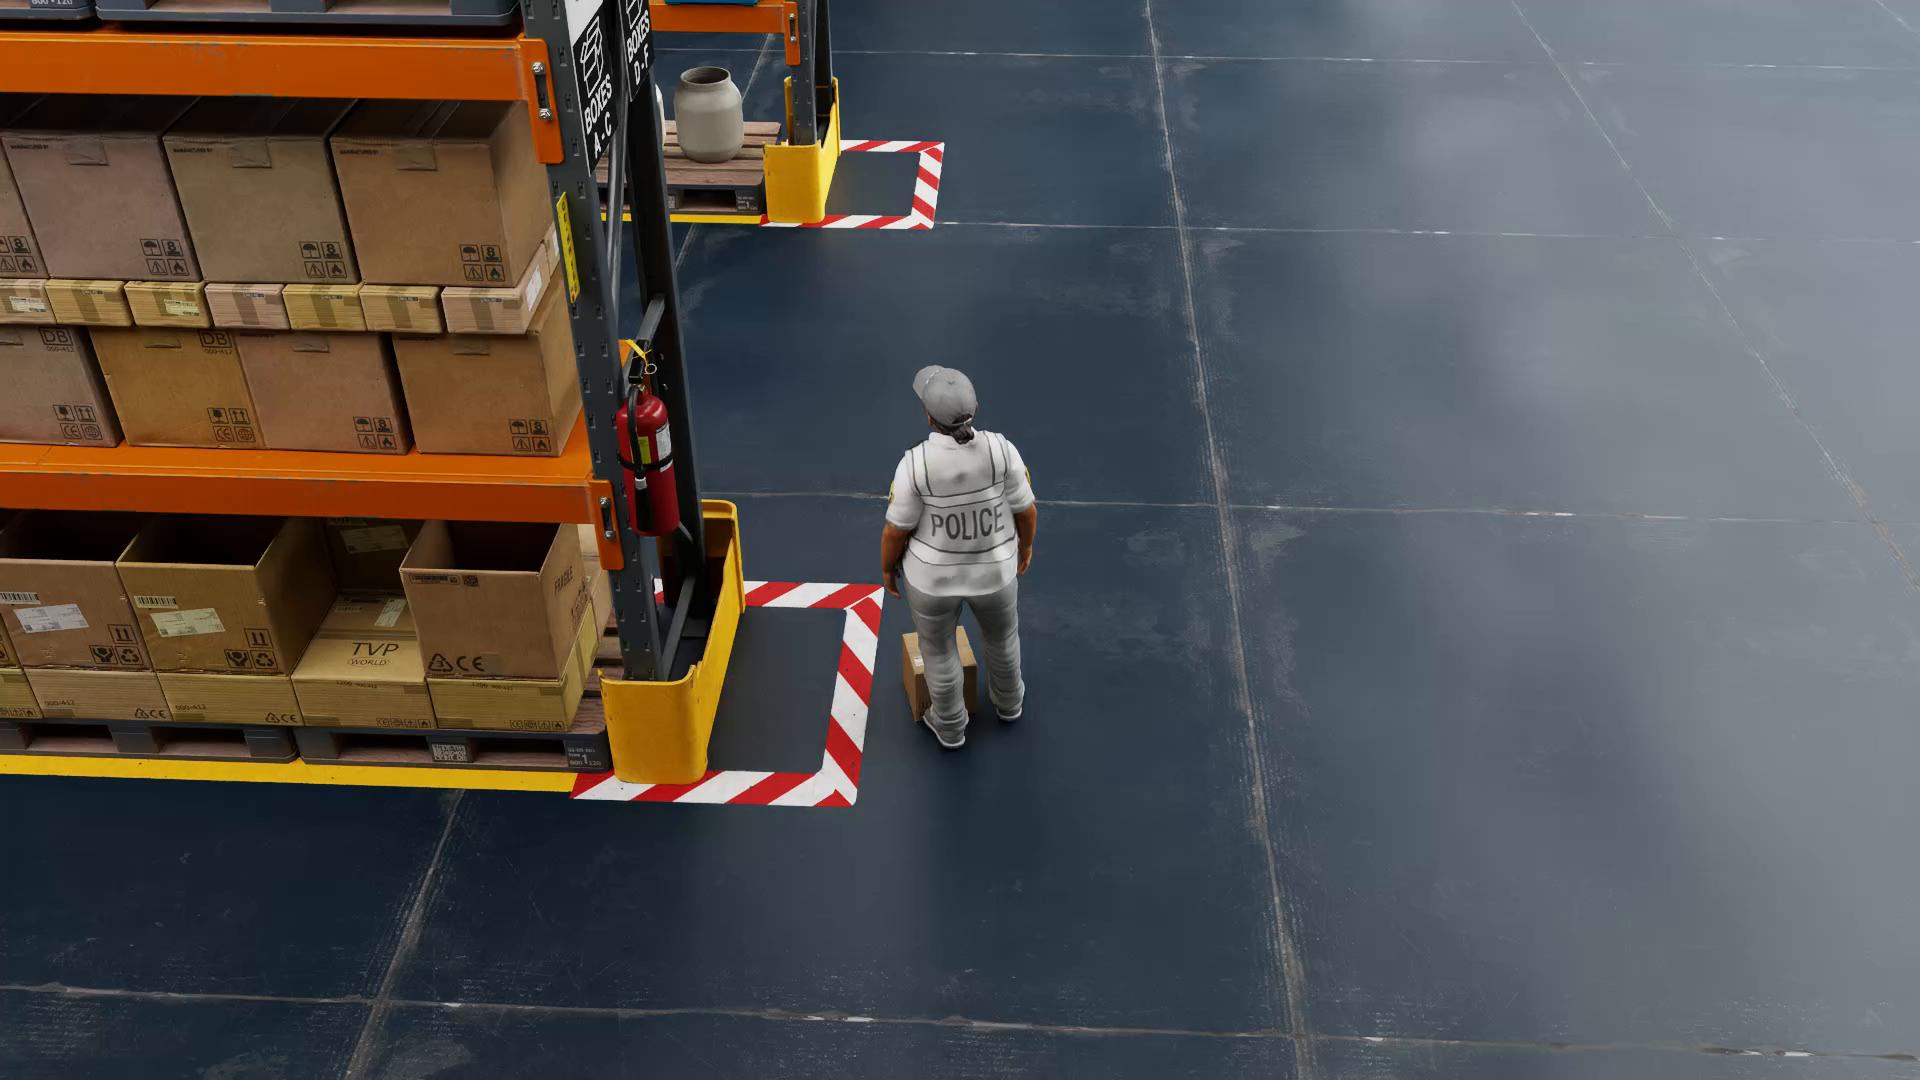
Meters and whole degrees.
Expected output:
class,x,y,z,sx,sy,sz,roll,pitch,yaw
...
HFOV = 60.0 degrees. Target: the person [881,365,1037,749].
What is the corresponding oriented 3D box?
class,x,y,z,sx,sy,sz,roll,pitch,yaw
person,-0.002,0.054,6.053,0.598,1.670,0.529,-7,36,-9
